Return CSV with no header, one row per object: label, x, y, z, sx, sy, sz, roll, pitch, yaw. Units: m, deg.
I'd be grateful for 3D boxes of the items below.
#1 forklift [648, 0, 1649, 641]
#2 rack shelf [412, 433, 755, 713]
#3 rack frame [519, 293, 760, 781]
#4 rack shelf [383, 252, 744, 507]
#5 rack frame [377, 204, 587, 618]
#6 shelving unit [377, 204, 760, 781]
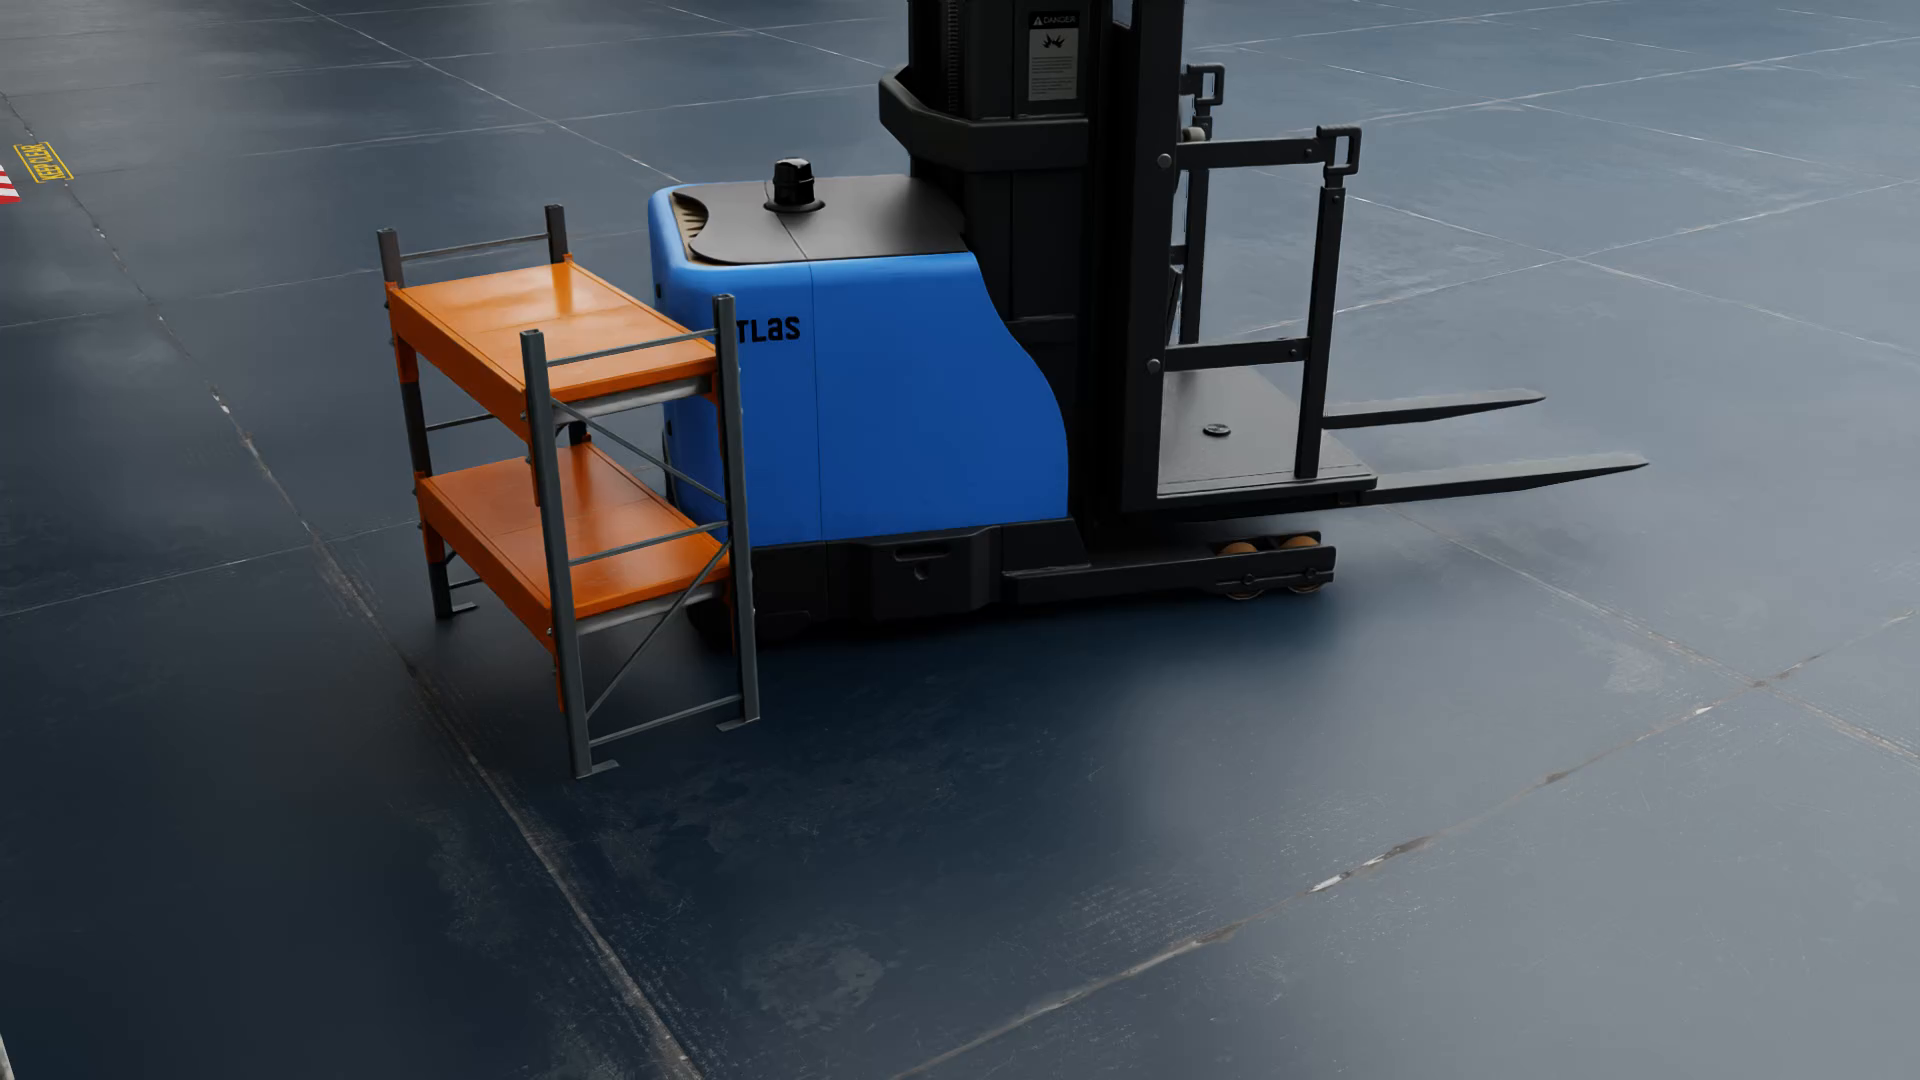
forklift,0.627,-1.362,4.702,3.031,2.935,1.130,-6,26,-12
rack shelf,-1.015,0.050,4.400,0.538,0.278,1.000,-16,30,-31
rack frame,-0.729,0.008,3.915,0.500,1.125,0.032,-16,30,-31
rack shelf,-1.015,-0.436,4.170,0.538,0.278,1.000,-16,30,-31
rack frame,-1.301,-0.351,4.675,0.500,1.125,0.032,-16,30,-31
shelving unit,-1.015,-0.171,4.295,0.538,1.125,1.048,-16,30,-31
